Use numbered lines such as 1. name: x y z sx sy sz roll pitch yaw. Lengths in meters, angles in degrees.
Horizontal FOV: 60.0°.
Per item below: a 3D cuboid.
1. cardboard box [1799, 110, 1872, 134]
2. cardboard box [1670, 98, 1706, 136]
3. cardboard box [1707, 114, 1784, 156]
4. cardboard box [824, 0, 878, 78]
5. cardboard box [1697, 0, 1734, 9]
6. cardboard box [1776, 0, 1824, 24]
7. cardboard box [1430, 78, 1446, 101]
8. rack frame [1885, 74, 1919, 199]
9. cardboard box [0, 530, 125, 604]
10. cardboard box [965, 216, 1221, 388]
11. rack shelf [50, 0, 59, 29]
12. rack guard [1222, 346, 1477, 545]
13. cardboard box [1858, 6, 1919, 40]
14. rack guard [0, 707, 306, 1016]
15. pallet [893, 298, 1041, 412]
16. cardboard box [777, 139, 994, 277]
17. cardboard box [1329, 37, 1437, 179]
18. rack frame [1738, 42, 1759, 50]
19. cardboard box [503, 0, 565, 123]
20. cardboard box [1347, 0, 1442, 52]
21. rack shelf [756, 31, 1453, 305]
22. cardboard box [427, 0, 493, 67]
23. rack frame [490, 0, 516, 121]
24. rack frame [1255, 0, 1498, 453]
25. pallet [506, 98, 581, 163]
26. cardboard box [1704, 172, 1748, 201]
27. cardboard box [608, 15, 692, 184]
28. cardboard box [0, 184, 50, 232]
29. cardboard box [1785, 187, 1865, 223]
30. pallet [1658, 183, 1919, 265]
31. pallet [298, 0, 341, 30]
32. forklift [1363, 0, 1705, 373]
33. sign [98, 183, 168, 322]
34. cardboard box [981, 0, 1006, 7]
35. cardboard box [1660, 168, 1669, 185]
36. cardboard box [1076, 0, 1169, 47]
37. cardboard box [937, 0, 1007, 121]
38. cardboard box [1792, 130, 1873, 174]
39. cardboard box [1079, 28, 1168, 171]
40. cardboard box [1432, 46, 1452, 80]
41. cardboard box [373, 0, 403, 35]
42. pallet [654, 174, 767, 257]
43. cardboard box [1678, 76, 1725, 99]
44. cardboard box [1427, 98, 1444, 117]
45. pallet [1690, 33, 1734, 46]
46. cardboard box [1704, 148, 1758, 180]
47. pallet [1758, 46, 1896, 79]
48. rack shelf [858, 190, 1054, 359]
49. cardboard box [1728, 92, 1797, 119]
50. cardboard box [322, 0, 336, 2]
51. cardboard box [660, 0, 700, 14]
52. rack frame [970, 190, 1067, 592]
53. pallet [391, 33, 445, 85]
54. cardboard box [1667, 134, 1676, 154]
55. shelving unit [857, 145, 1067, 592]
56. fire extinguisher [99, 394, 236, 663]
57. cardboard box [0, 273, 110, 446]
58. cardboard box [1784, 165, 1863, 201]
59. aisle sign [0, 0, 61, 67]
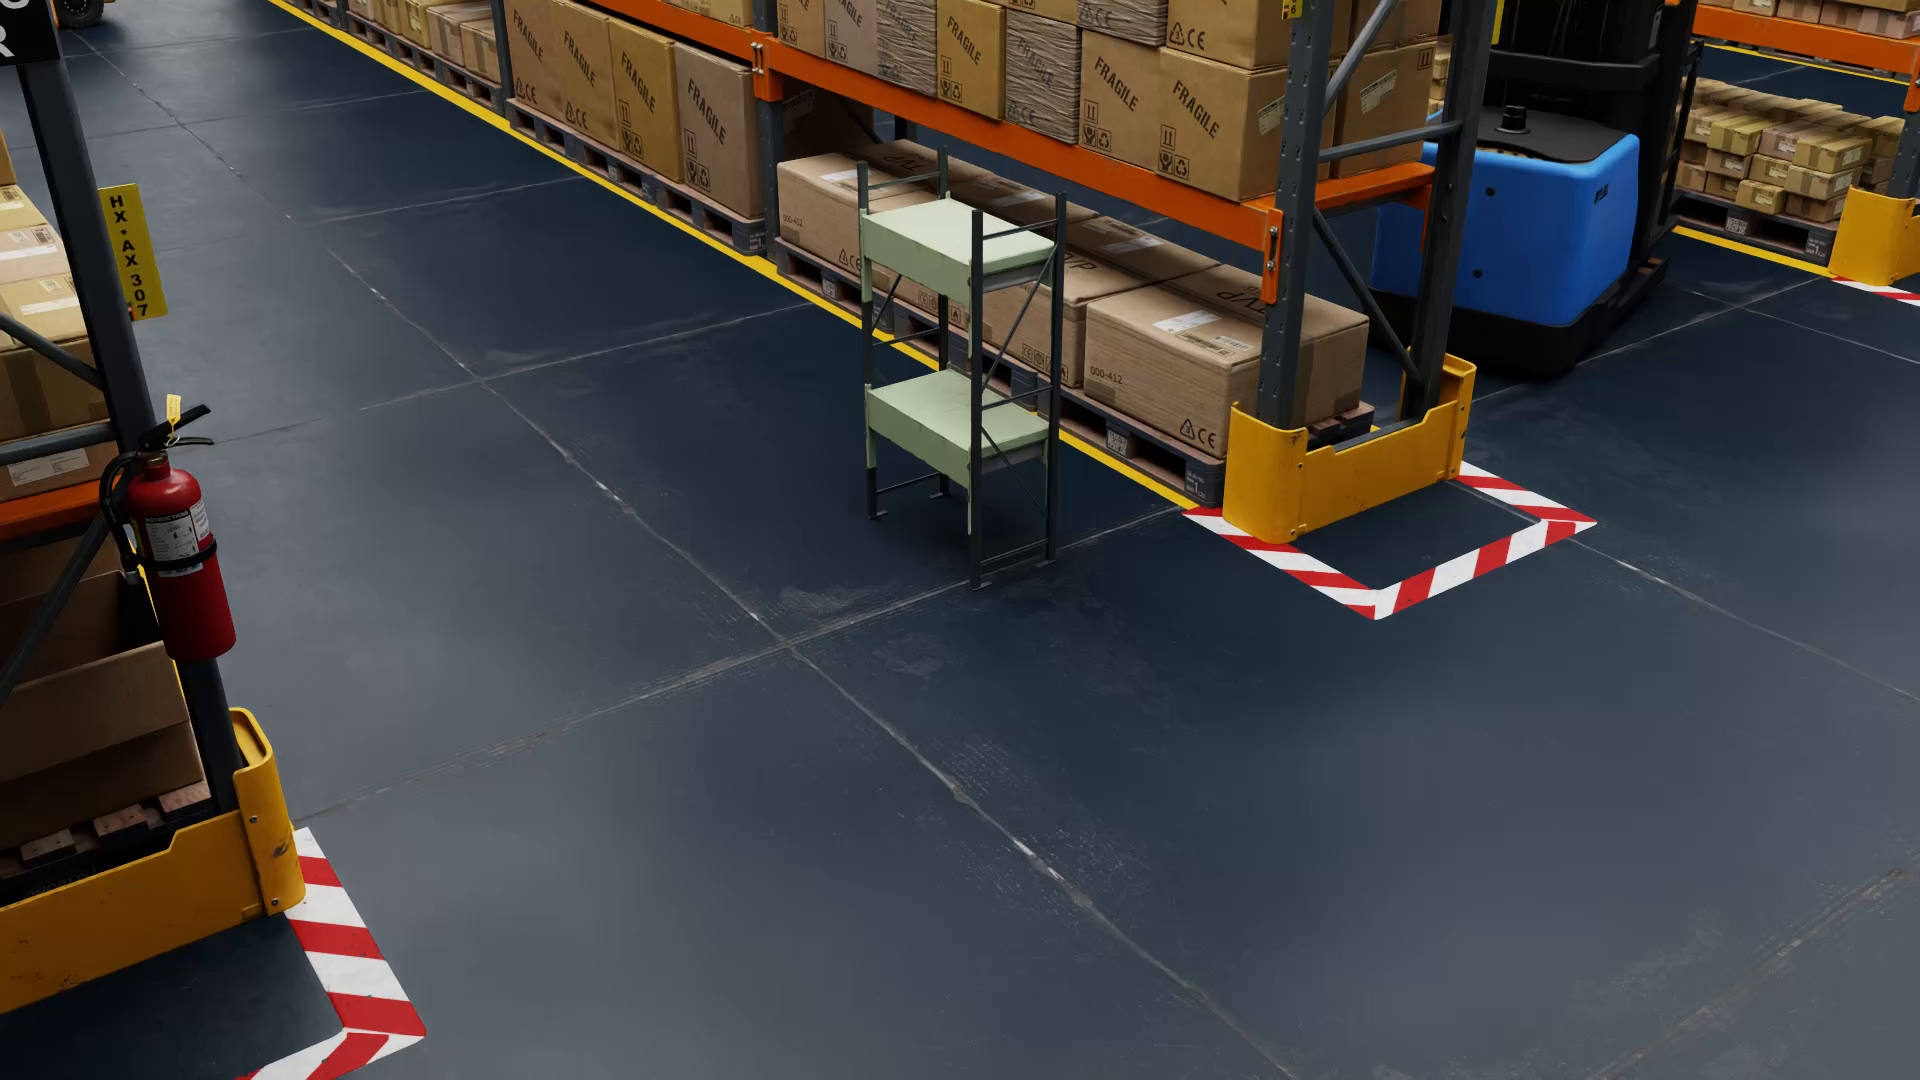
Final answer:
1. cardboard box: 5.316 -2.499 10.132 0.380 0.149 0.250 -18 33 -30
2. cardboard box: 4.436 -2.649 10.409 0.380 0.149 0.250 -17 33 -29
3. cardboard box: 4.735 -2.442 10.027 0.380 0.149 0.250 -20 34 -32
4. cardboard box: -0.345 -2.672 8.422 0.500 0.500 0.500 -19 34 -30
5. cardboard box: 4.615 -3.276 9.902 0.380 0.149 0.250 -20 35 -33
6. cardboard box: 4.911 -3.073 9.528 0.380 0.149 0.250 -19 34 -31
7. cardboard box: 3.451 -3.248 11.824 0.380 0.149 0.250 -19 34 -30
8. rack frame: 5.602 -2.934 9.009 1.000 3.000 0.127 -19 34 -31
9. cardboard box: -3.155 0.158 5.495 0.700 0.500 0.500 -17 33 -29
10. cardboard box: 0.626 -1.165 7.997 0.875 0.438 0.875 -18 33 -29
11. rack shelf: -3.573 -1.928 4.769 1.077 0.370 4.000 -19 34 -31
12. rack guard: 1.642 -0.417 6.993 1.175 0.500 0.348 -19 34 -31
13. cardboard box: 5.182 -2.872 9.159 0.380 0.149 0.250 -19 34 -31
14. rack guard: -2.457 0.920 4.532 1.175 0.500 0.348 -19 34 -31
15. pallet: 0.397 -1.062 8.484 1.003 0.211 1.213 -19 34 -31
16. cardboard box: -0.415 -1.864 9.284 0.875 0.438 0.875 -19 34 -31
17. cardboard box: 1.583 -1.834 6.880 0.500 0.500 0.500 -19 34 -31
18. rack frame: 7.380 -5.823 14.329 1.000 3.000 0.127 -19 34 -31
19. cardboard box: -2.679 -3.594 12.011 0.875 0.875 0.875 -19 34 -31
20. cardboard box: 1.582 -2.273 6.640 0.500 0.500 0.500 -20 34 -32
21. rack shelf: 0.468 -1.986 8.017 1.077 0.370 4.000 -19 34 -31
22. cardboard box: -3.767 -4.171 13.601 0.950 0.372 0.625 -19 34 -32
23. rack frame: -3.012 -4.634 12.141 1.000 3.000 0.127 -19 34 -31
24. rack frame: 1.628 -1.524 6.414 1.000 3.000 0.127 -19 34 -31
25. pallet: -2.617 -3.082 12.203 1.003 0.211 1.213 -19 34 -31
26. cardboard box: 4.812 -2.211 10.226 0.380 0.149 0.250 -19 34 -31
27. cardboard box: -1.647 -2.898 10.730 0.875 0.875 0.875 -18 33 -29
28. cardboard box: -3.046 -0.857 5.030 0.500 0.250 0.500 -19 34 -32
29. cardboard box: 5.126 -2.013 9.860 0.380 0.149 0.250 -18 33 -30
30. pallet: 5.115 -2.064 10.329 1.003 0.211 1.213 -19 34 -31
31. pallet: -5.751 -5.215 16.132 1.003 0.211 1.213 -19 34 -31
32. forklift: 3.333 -2.752 8.747 1.130 2.935 3.031 18 34 30
33. sign: -1.971 -0.680 3.951 0.100 0.325 0.005 -19 34 -31
34. cardboard box: 0.253 -2.713 7.451 0.500 0.500 0.500 -19 34 -31
35. cardboard box: 4.459 -2.385 10.546 0.380 0.149 0.250 -20 35 -33
36. cardboard box: 0.827 -2.324 6.734 0.500 0.500 0.500 -19 34 -30
37. cardboard box: 0.237 -2.276 7.694 0.500 0.500 0.500 -18 33 -29
38. cardboard box: 5.088 -2.263 9.697 0.380 0.149 0.250 -18 33 -30
39. cardboard box: 0.854 -1.882 6.967 0.500 0.500 0.500 -20 34 -32
40. cardboard box: 3.424 -3.367 11.731 0.380 0.149 0.250 -17 33 -28
41. cardboard box: -4.607 -4.738 14.644 0.950 0.372 0.625 -17 33 -28
42. pallet: -1.201 -2.133 10.457 1.003 0.211 1.213 -19 34 -31
43. cardboard box: 4.795 -2.931 10.928 0.380 0.149 0.250 -18 33 -30
44. cardboard box: 3.385 -3.087 11.838 0.380 0.149 0.250 -18 33 -29
45. pallet: 6.871 -4.877 15.508 1.003 0.211 1.213 -19 34 -31
46. cardboard box: 4.760 -2.324 10.122 0.380 0.149 0.250 -20 35 -33
47. pallet: 7.758 -4.280 14.410 1.003 0.211 1.213 -19 34 -31
48. rack shelf: -0.004 -1.005 6.211 0.431 0.370 0.720 -19 34 -31
49. cardboard box: 5.063 -2.706 10.513 0.380 0.149 0.250 -21 35 -33
50. cardboard box: -5.895 -5.321 15.846 0.500 0.250 0.500 -17 33 -28
51. cardboard box: -1.452 -3.316 9.871 0.500 0.250 0.500 -19 34 -31
52. rack frame: 0.208 -0.519 6.135 0.400 1.500 0.023 -19 34 -31
53. pallet: -4.168 -4.187 14.239 1.003 0.211 1.213 -19 34 -31
54. cardboard box: 4.449 -2.522 10.486 0.380 0.149 0.250 -18 33 -30
55. shelving unit: -0.004 -0.662 6.397 0.431 1.500 0.755 -19 34 -31
56. fire extinguisher: -1.951 -0.022 4.119 0.296 0.674 0.183 -19 34 -31
57. cardboard box: -2.457 -0.465 4.308 0.500 0.250 0.500 -19 34 -30
58. cardboard box: 5.063 -2.123 9.751 0.380 0.149 0.250 -20 34 -32
59. aisle sign: -2.134 -1.346 3.362 0.394 0.787 0.004 -19 34 -31
